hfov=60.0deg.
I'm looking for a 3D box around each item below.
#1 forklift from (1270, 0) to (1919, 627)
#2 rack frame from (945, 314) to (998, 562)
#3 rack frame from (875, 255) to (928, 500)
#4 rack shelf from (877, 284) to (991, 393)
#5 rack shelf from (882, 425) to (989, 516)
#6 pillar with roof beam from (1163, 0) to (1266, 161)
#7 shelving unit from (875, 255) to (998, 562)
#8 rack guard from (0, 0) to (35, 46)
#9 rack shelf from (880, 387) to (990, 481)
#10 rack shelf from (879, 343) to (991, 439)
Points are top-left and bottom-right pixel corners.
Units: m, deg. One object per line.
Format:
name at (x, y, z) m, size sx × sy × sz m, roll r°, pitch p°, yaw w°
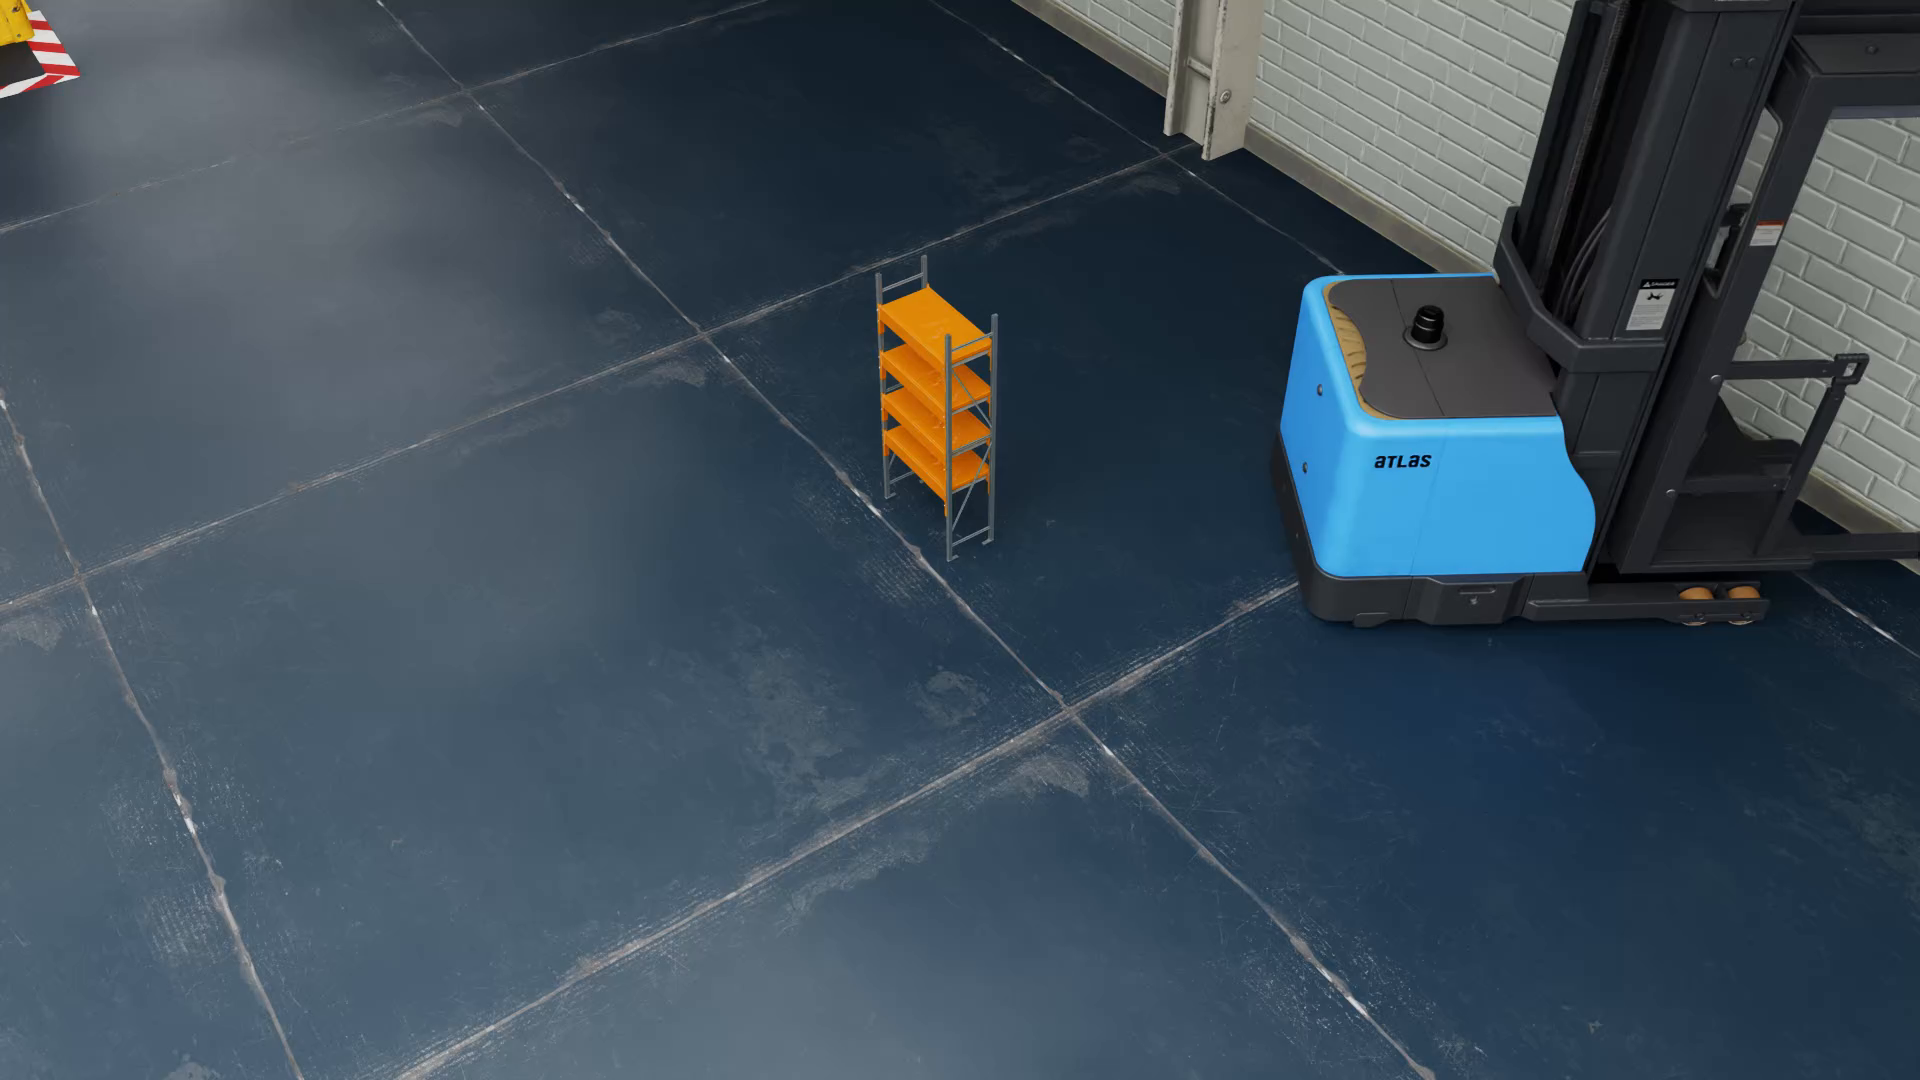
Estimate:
forklift at (2.922, -1.073, 6.242) m, size 3.031 × 2.935 × 1.130 m, roll -1°, pitch 44°, yaw -1°
rack frame at (0.045, -0.390, 6.780) m, size 0.240 × 1.200 × 0.015 m, roll -26°, pitch 49°, yaw -24°
rack frame at (-0.234, -0.666, 7.070) m, size 0.240 × 1.200 × 0.015 m, roll -26°, pitch 49°, yaw -24°
rack shelf at (-0.095, -0.812, 6.654) m, size 0.258 × 0.148 × 0.480 m, roll -26°, pitch 49°, yaw -24°
rack shelf at (-0.095, -0.335, 7.108) m, size 0.258 × 0.148 × 0.480 m, roll -26°, pitch 49°, yaw -24°
pillar with roof beam at (-2.104, -3.894, 4.803) m, size 9.100 × 9.000 × 0.400 m, roll -26°, pitch 49°, yaw -24°
shelving unit at (-0.095, -0.528, 6.925) m, size 0.258 × 1.200 × 0.503 m, roll -26°, pitch 49°, yaw -24°
rack guard at (-6.459, -3.249, 10.282) m, size 1.175 × 0.500 × 0.348 m, roll -26°, pitch 49°, yaw -24°
rack shelf at (-0.095, -0.479, 6.971) m, size 0.258 × 0.148 × 0.480 m, roll -26°, pitch 49°, yaw -24°
rack shelf at (-0.095, -0.641, 6.817) m, size 0.258 × 0.148 × 0.480 m, roll -26°, pitch 49°, yaw -24°
